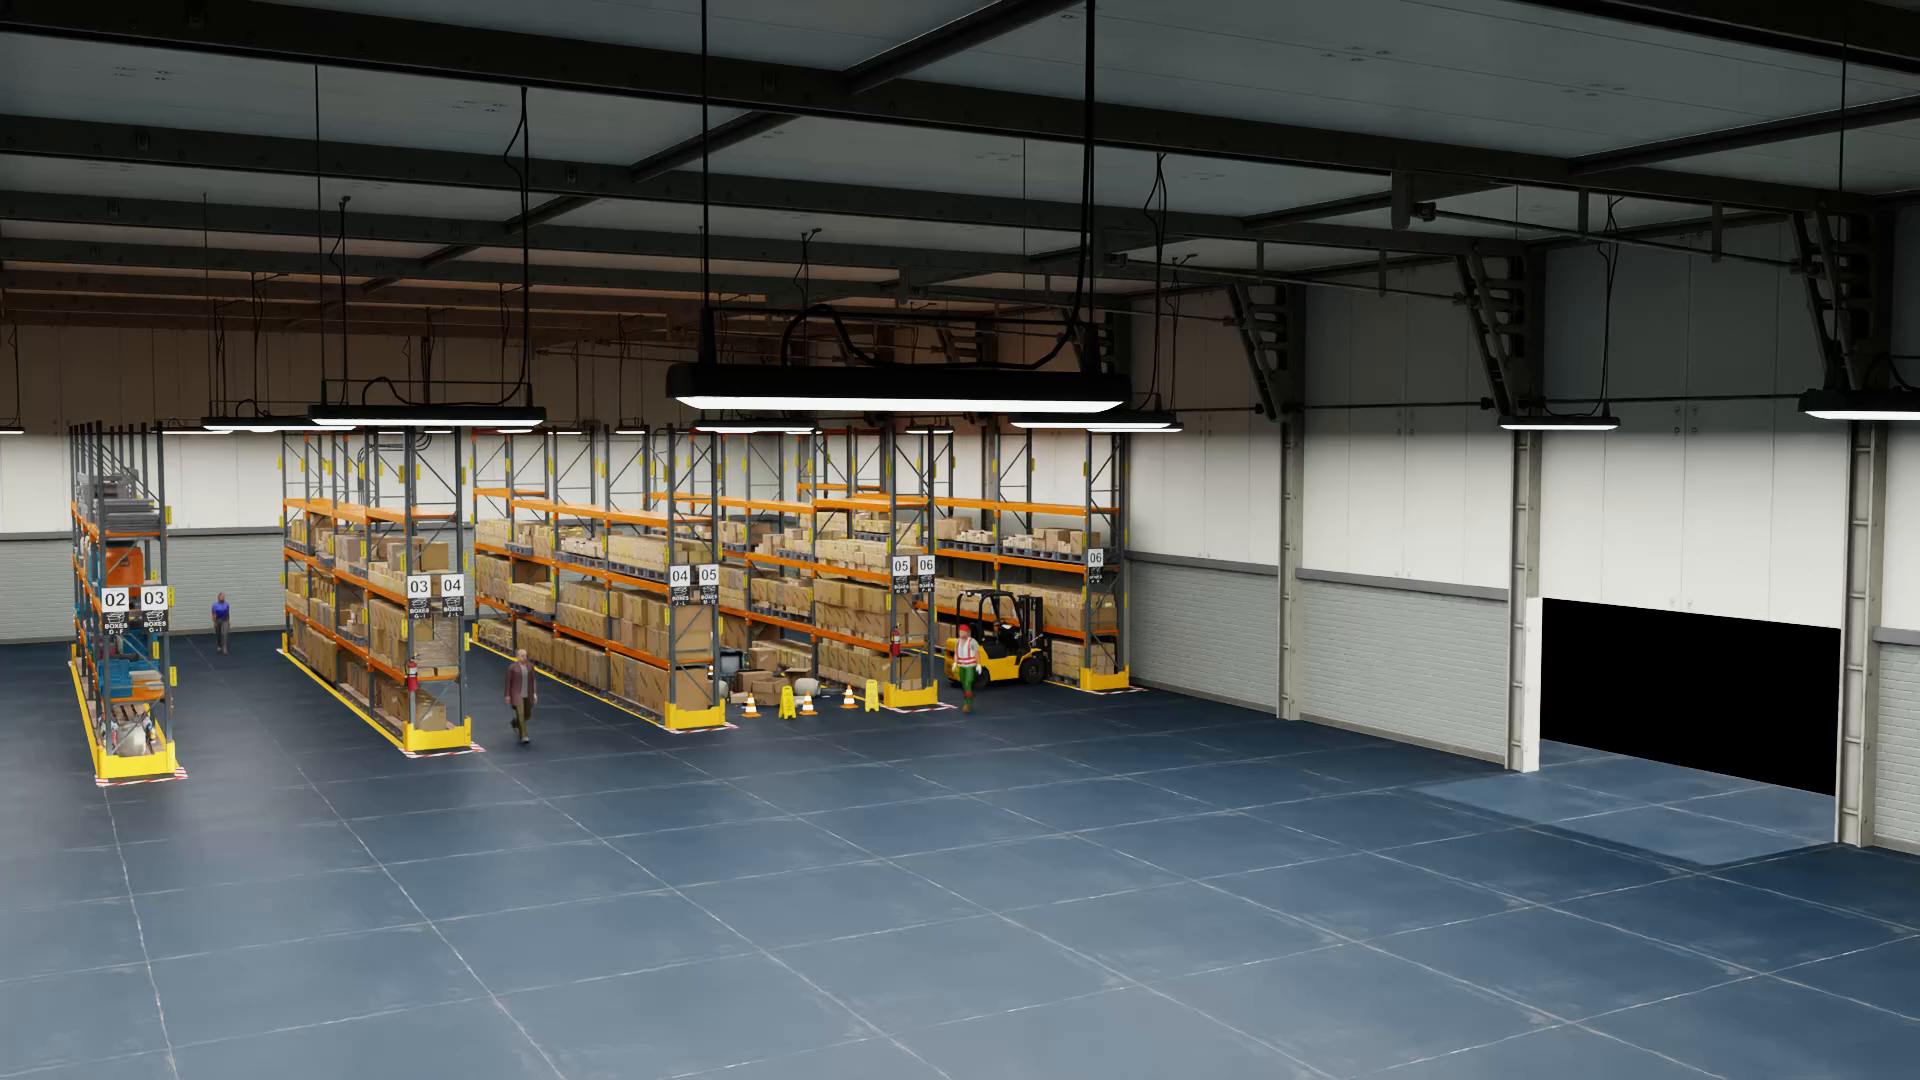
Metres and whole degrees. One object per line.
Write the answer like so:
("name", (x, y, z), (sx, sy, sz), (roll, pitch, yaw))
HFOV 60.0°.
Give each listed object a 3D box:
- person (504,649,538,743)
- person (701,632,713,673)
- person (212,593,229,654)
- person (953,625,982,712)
("person", (-8.288, 2.917, 31.372), (0.623, 1.735, 1.092), (-3, 5, -44))
("person", (-6.130, 2.392, 40.370), (0.551, 1.664, 0.428), (-2, 4, -32))
("person", (-19.543, 2.187, 43.945), (0.406, 1.585, 1.056), (-1, 4, -20))
("person", (0.086, 2.675, 34.897), (0.605, 1.778, 0.731), (3, 4, 38))
